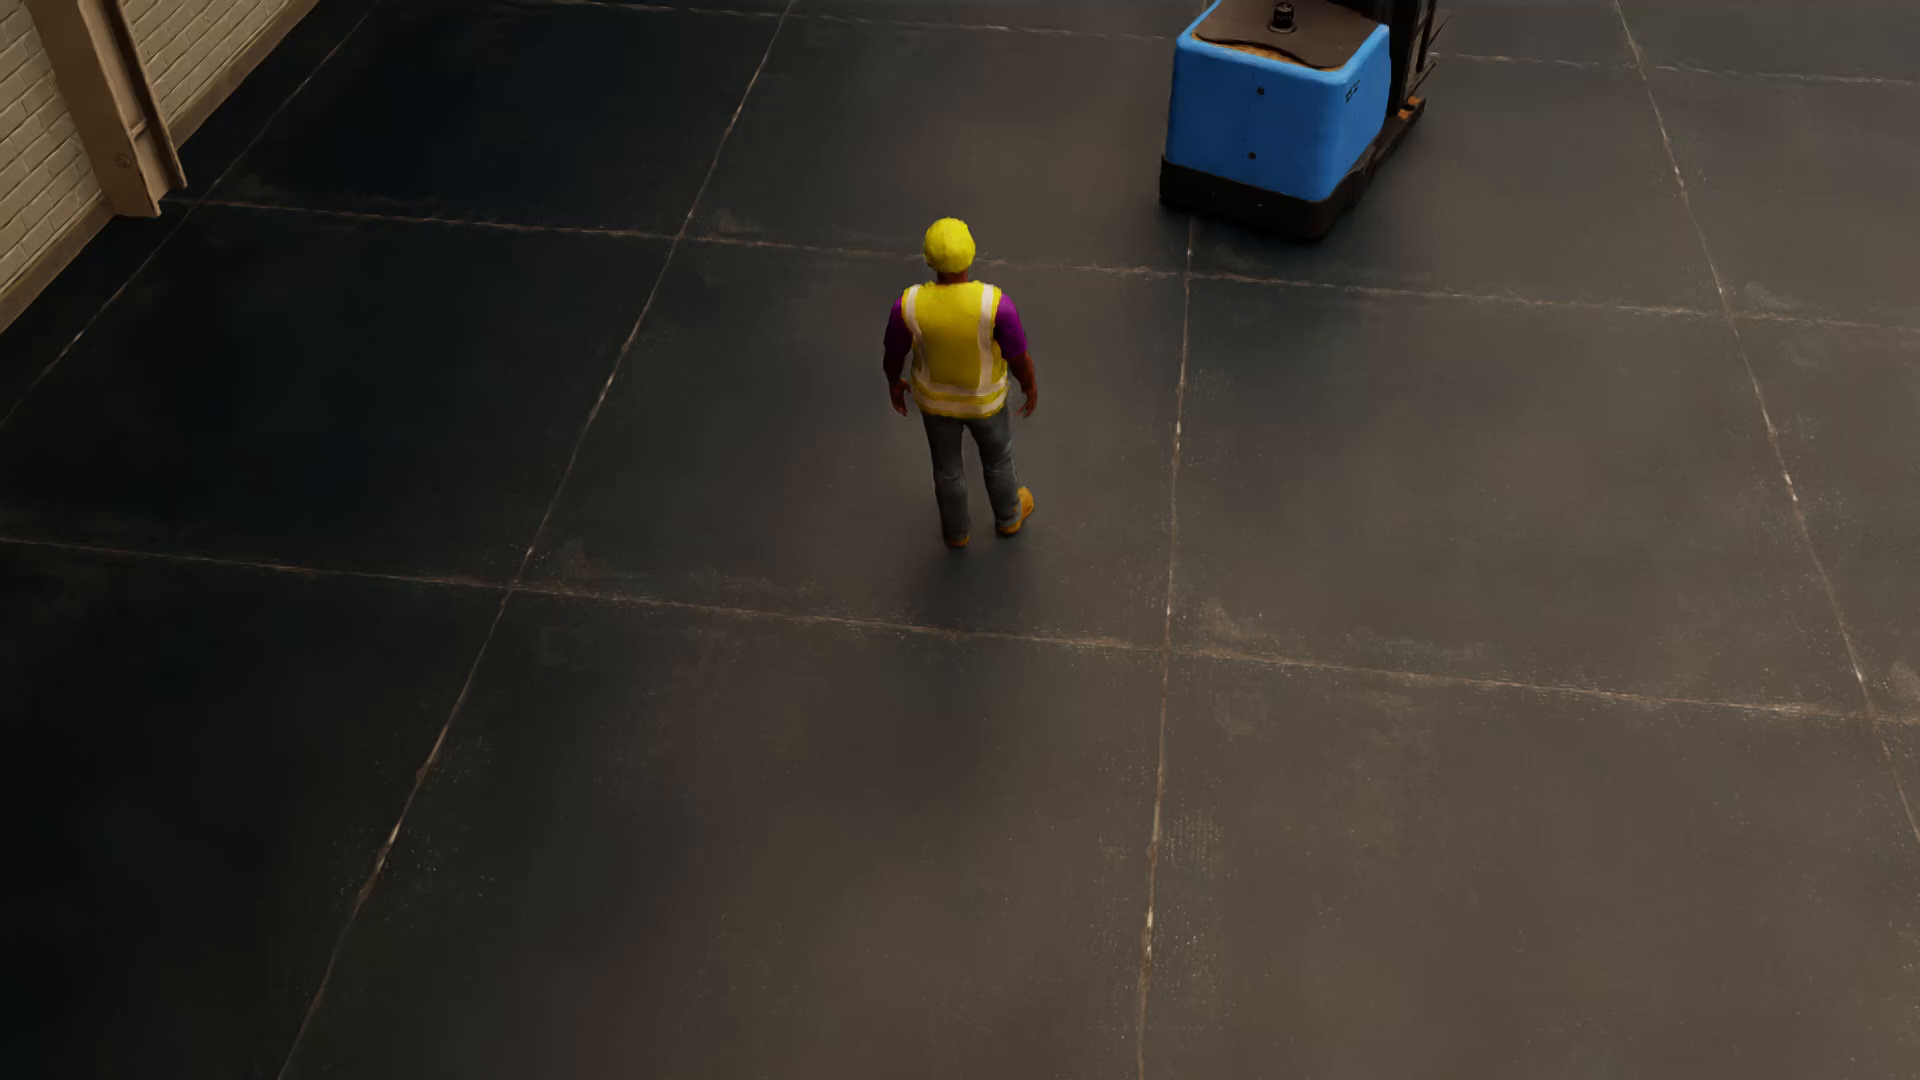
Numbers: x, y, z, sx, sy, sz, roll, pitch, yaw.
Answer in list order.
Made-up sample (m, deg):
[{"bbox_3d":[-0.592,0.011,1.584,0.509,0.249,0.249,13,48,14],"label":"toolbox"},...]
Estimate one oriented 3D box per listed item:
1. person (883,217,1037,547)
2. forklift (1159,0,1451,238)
[{"bbox_3d":[0.015,-0.702,7.339,0.665,1.766,0.576,5,43,6],"label":"person"},{"bbox_3d":[2.375,-3.829,9.892,1.130,2.935,3.031,21,47,21],"label":"forklift"}]
